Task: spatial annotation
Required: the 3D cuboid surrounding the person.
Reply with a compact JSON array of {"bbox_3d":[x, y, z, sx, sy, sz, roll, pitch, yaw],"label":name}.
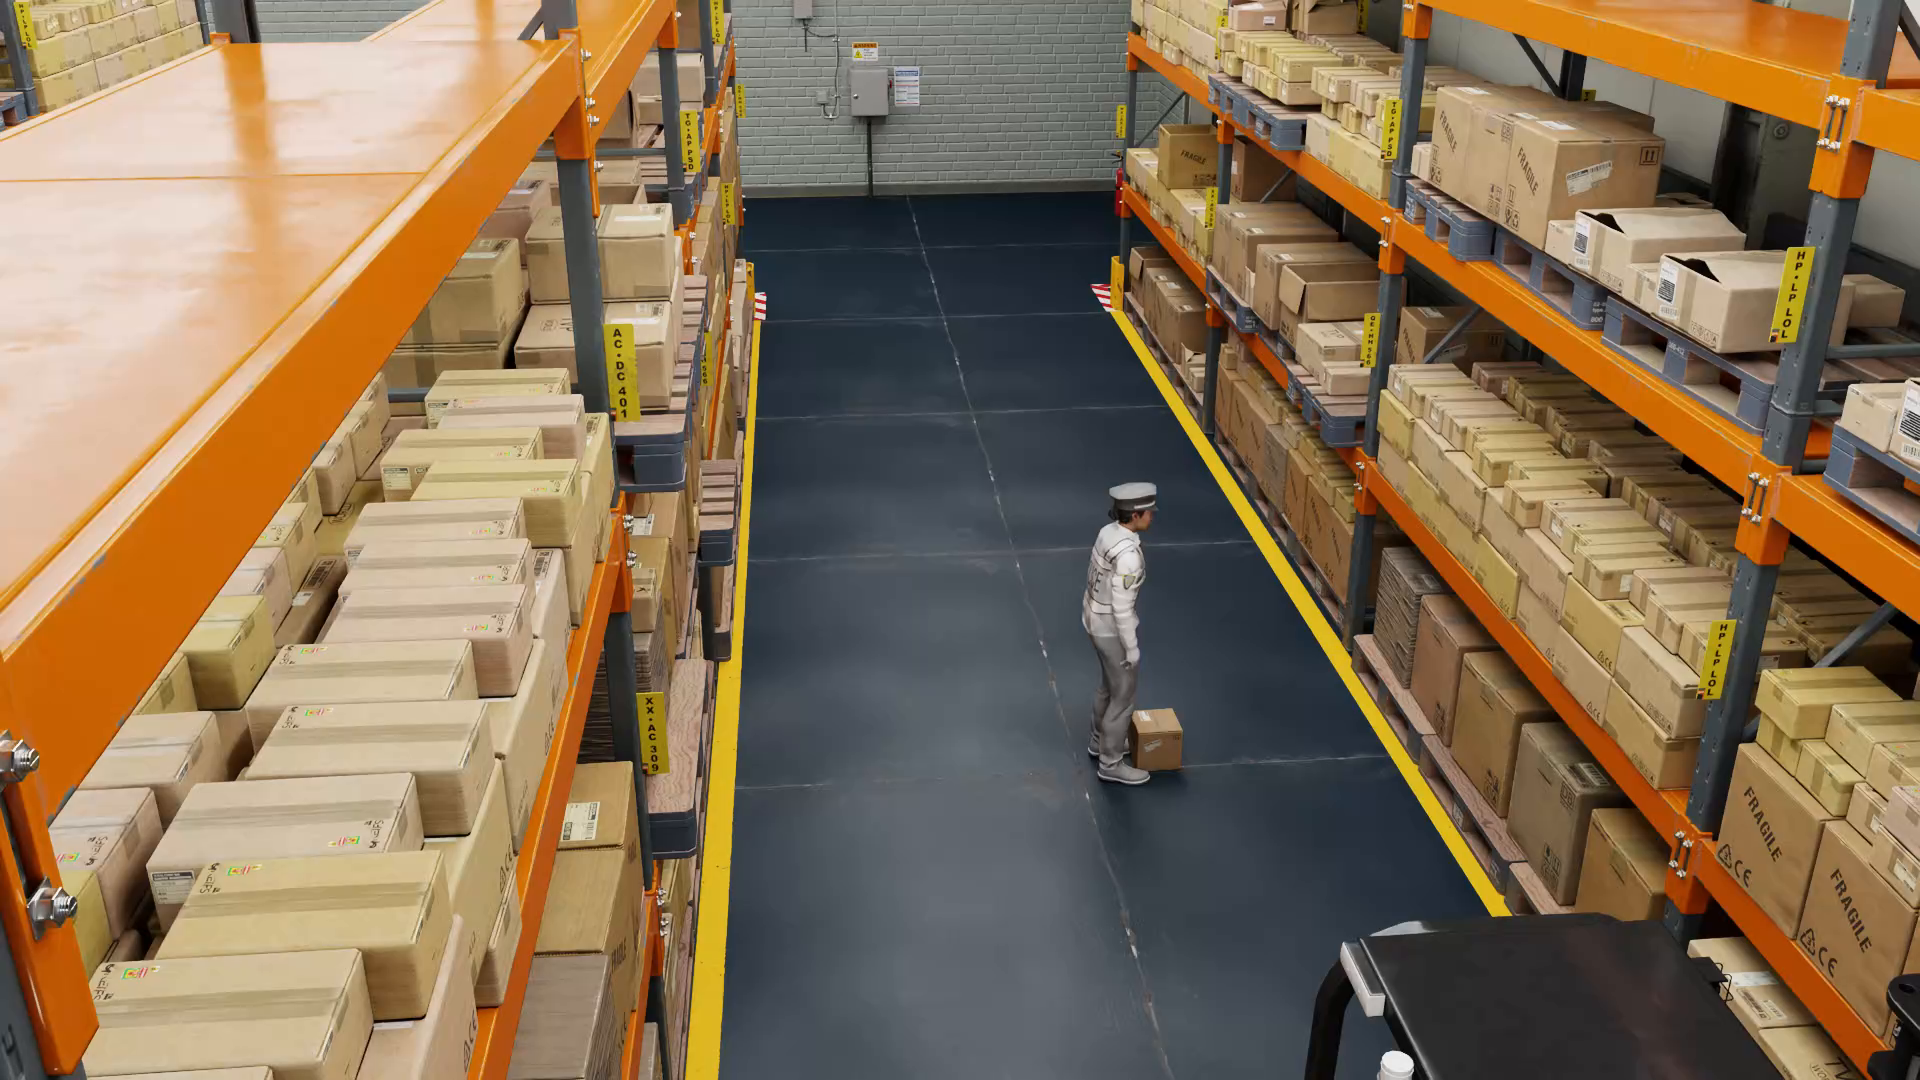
[{"bbox_3d":[0.858,0.486,8.998,0.378,1.663,0.532,-2,24,-6],"label":"person"}]
